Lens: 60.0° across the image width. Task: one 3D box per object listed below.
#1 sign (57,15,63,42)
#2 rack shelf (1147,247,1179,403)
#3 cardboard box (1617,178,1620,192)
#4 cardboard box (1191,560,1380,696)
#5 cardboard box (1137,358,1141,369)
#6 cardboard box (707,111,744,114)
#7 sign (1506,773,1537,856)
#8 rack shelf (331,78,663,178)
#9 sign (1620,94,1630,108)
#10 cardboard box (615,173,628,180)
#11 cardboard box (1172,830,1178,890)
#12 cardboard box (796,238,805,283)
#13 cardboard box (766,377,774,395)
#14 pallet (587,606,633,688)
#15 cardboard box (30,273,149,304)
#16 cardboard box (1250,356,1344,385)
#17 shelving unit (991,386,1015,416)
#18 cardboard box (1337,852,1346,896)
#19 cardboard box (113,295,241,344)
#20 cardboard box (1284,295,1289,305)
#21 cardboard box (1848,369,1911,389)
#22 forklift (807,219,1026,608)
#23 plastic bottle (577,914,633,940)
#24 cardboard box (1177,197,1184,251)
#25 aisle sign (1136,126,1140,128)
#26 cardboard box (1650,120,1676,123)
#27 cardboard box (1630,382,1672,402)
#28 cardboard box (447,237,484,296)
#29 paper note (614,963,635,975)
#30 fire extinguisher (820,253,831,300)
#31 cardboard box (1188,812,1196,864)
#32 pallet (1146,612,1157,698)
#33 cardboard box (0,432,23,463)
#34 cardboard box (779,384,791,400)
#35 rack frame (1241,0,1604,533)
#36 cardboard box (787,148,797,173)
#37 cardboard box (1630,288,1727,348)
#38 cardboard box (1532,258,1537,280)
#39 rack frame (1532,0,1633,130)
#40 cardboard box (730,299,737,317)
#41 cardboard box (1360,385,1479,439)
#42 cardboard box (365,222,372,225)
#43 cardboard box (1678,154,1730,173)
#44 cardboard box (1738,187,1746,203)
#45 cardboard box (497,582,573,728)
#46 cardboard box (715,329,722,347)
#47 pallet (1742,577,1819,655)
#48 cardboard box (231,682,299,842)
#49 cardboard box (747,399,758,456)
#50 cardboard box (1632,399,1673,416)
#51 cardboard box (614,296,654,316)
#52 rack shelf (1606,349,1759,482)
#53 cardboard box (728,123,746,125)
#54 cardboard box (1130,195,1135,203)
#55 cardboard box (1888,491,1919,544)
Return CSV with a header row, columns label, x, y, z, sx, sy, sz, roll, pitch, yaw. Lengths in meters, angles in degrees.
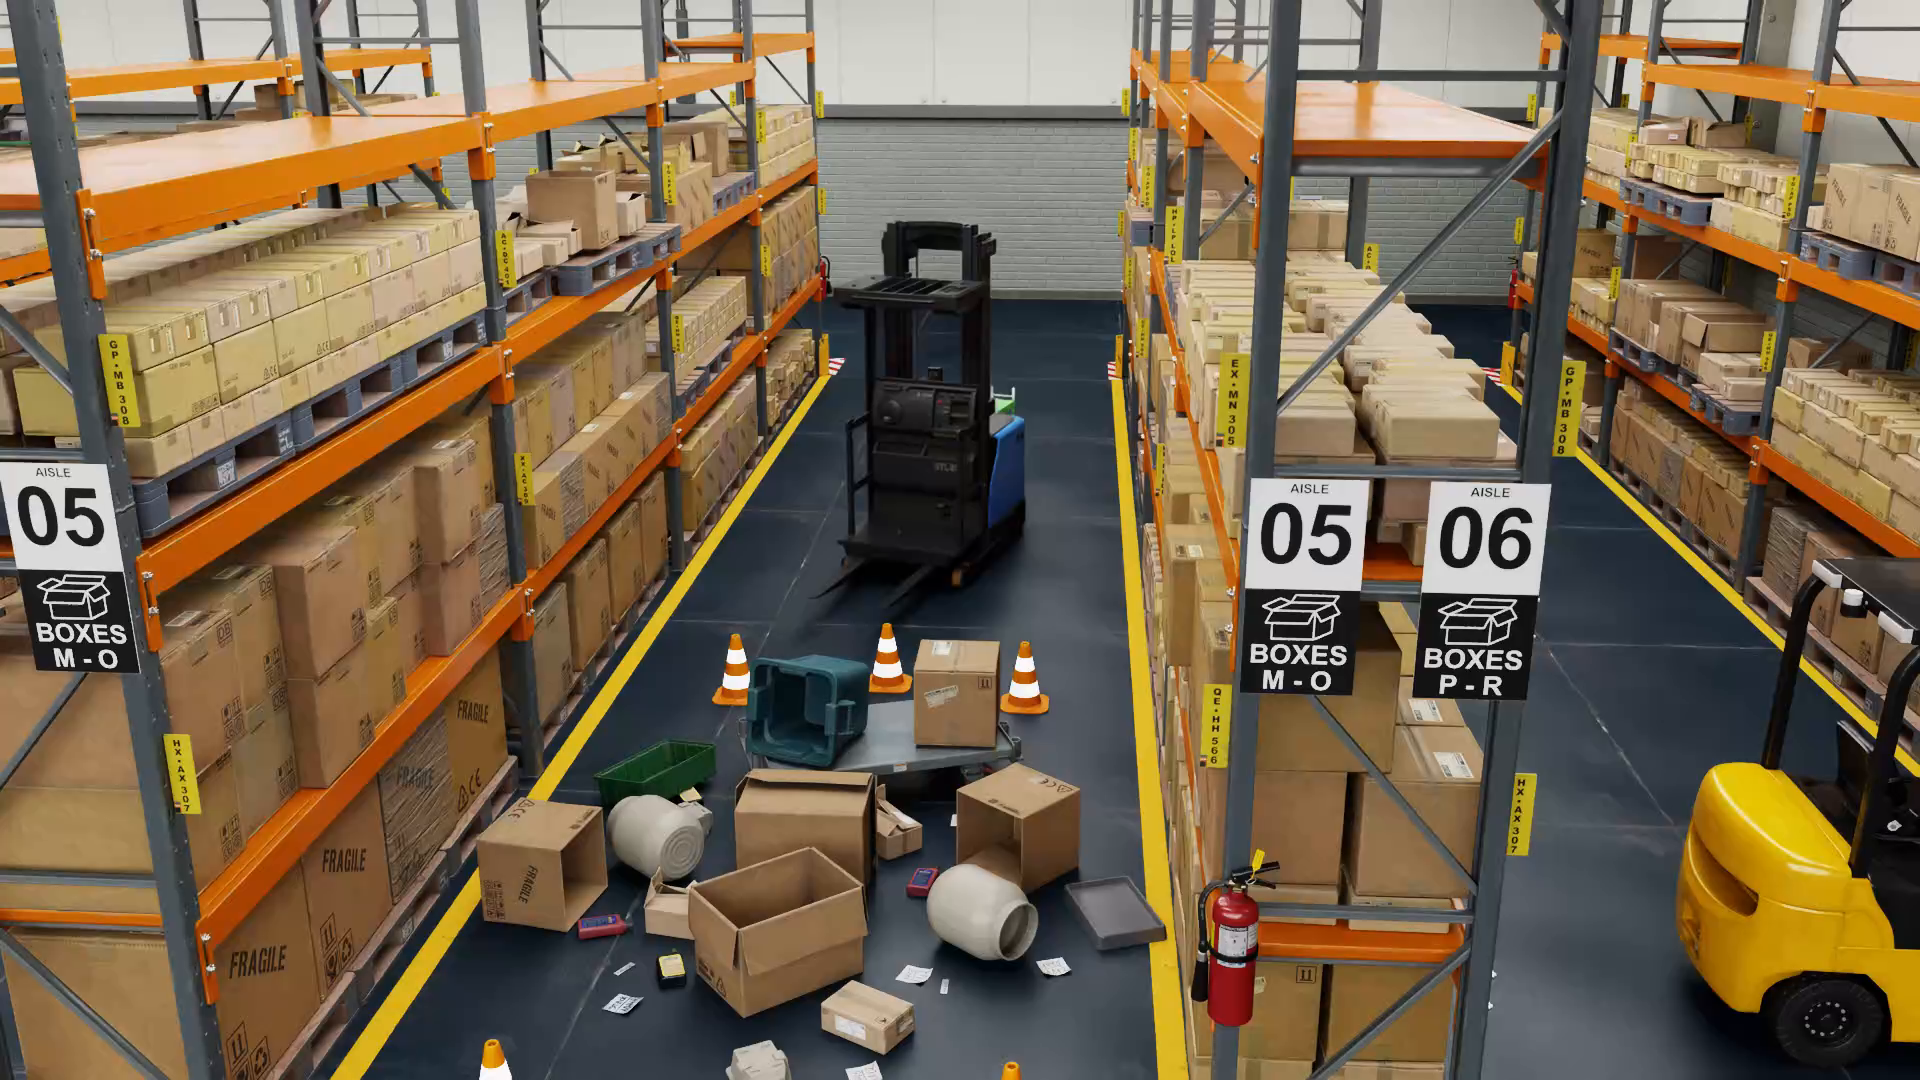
label,x,y,z,sx,sy,sz,roll,pitch,yaw
sign,-11.651,-6.599,21.455,0.100,0.325,0.005,1,18,4
rack shelf,1.907,-1.555,11.515,1.077,0.370,4.000,1,18,4
cardboard box,7.019,-3.649,17.156,0.380,0.149,0.250,1,18,4
cardboard box,1.339,0.408,6.944,0.700,0.500,0.500,1,18,4
cardboard box,1.881,-1.733,15.161,0.500,0.250,0.500,1,18,2
cardboard box,-2.745,-4.943,19.497,0.380,0.149,0.250,2,18,6
sign,2.018,0.993,6.012,0.100,0.325,0.005,1,18,4
rack shelf,-3.038,-2.869,11.352,1.077,0.370,4.000,1,18,4
sign,8.127,-5.295,20.352,0.100,0.325,0.005,1,18,4
cardboard box,-3.107,-2.827,14.083,0.500,0.500,0.500,1,18,4
cardboard box,1.389,1.765,8.787,0.500,0.250,0.500,1,18,3
cardboard box,-2.165,-3.382,20.116,0.500,0.500,0.500,1,18,4
cardboard box,-2.297,-1.728,18.654,0.380,0.149,0.250,2,18,7
pallet,-3.116,0.775,12.546,1.003,0.211,1.213,1,18,4
cardboard box,-3.708,-1.046,7.096,0.380,0.149,0.250,1,18,4
cardboard box,1.333,-0.641,6.694,0.380,0.149,0.250,1,18,4
shelving unit,0.324,-0.819,15.821,0.258,1.200,0.503,7,19,19
cardboard box,1.711,1.332,6.771,0.380,0.149,0.250,2,18,5
cardboard box,-3.090,-0.873,6.566,0.380,0.149,0.250,1,18,3
cardboard box,2.000,-1.202,9.046,0.500,0.250,0.500,1,18,3
cardboard box,7.180,-1.233,12.993,0.380,0.149,0.250,2,18,6
forklift,-0.375,-1.133,14.000,1.130,2.935,3.031,7,19,19
plastic bottle,-1.891,2.058,8.870,0.283,0.061,0.133,-5,19,-15
cardboard box,1.972,-2.271,12.386,0.700,0.500,0.500,1,18,4
aisle sign,2.340,-4.841,21.032,0.394,0.787,0.004,1,18,4
cardboard box,7.665,-4.424,18.078,0.500,0.250,0.500,1,18,3
cardboard box,7.026,-1.499,16.828,0.380,0.149,0.250,0,18,1
cardboard box,-2.960,-1.513,9.161,0.500,0.250,0.500,1,18,3
paper note,-1.720,2.198,8.525,0.032,0.001,0.123,12,22,32
fire extinguisher,-1.842,-3.510,21.868,0.296,0.674,0.183,1,18,4
cardboard box,1.255,1.387,7.696,0.380,0.149,0.250,2,18,5
pallet,1.903,0.853,12.306,1.003,0.211,1.213,1,18,4
cardboard box,-3.782,-0.351,6.254,0.380,0.149,0.250,1,18,4
cardboard box,-2.209,-1.768,19.733,0.380,0.149,0.250,1,18,2
rack frame,1.477,-1.458,5.249,1.000,3.000,0.127,1,18,4
cardboard box,-2.186,-4.385,19.239,0.500,0.250,0.500,2,18,6
cardboard box,6.993,-2.166,16.208,0.700,0.500,0.500,1,18,5
cardboard box,7.238,-3.246,20.102,0.500,0.250,0.500,1,18,5
rack frame,7.575,-6.318,20.080,1.000,3.000,0.127,1,18,4
cardboard box,-2.478,-2.348,16.851,0.380,0.149,0.250,2,18,6
cardboard box,1.708,-0.477,6.194,0.380,0.149,0.250,1,18,4
cardboard box,-7.183,-3.440,19.489,0.500,0.500,0.500,1,18,2
cardboard box,6.805,-3.435,15.188,0.380,0.149,0.250,1,18,4
cardboard box,6.911,-2.957,14.241,0.380,0.149,0.250,1,18,4
cardboard box,-3.226,0.746,11.095,1.050,0.750,0.750,1,18,4
cardboard box,-2.529,-1.961,16.148,0.380,0.149,0.250,2,18,6
pallet,6.903,0.597,13.088,1.003,0.211,1.213,1,18,4
cardboard box,-3.469,0.955,7.279,0.875,0.550,0.550,1,18,4
cardboard box,-2.409,-1.190,17.404,0.500,0.500,0.500,1,18,3
cardboard box,7.054,-1.352,16.856,0.380,0.149,0.250,1,18,2
cardboard box,-3.186,-2.263,16.112,0.380,0.149,0.250,2,18,6
rack shelf,7.145,-1.262,15.439,1.077,0.370,4.000,1,18,4
cardboard box,-2.292,-4.364,17.730,0.380,0.149,0.250,1,18,2
cardboard box,2.240,-4.060,20.016,0.380,0.149,0.250,1,18,2
cardboard box,6.586,-0.141,11.104,0.500,0.250,0.500,1,18,4
